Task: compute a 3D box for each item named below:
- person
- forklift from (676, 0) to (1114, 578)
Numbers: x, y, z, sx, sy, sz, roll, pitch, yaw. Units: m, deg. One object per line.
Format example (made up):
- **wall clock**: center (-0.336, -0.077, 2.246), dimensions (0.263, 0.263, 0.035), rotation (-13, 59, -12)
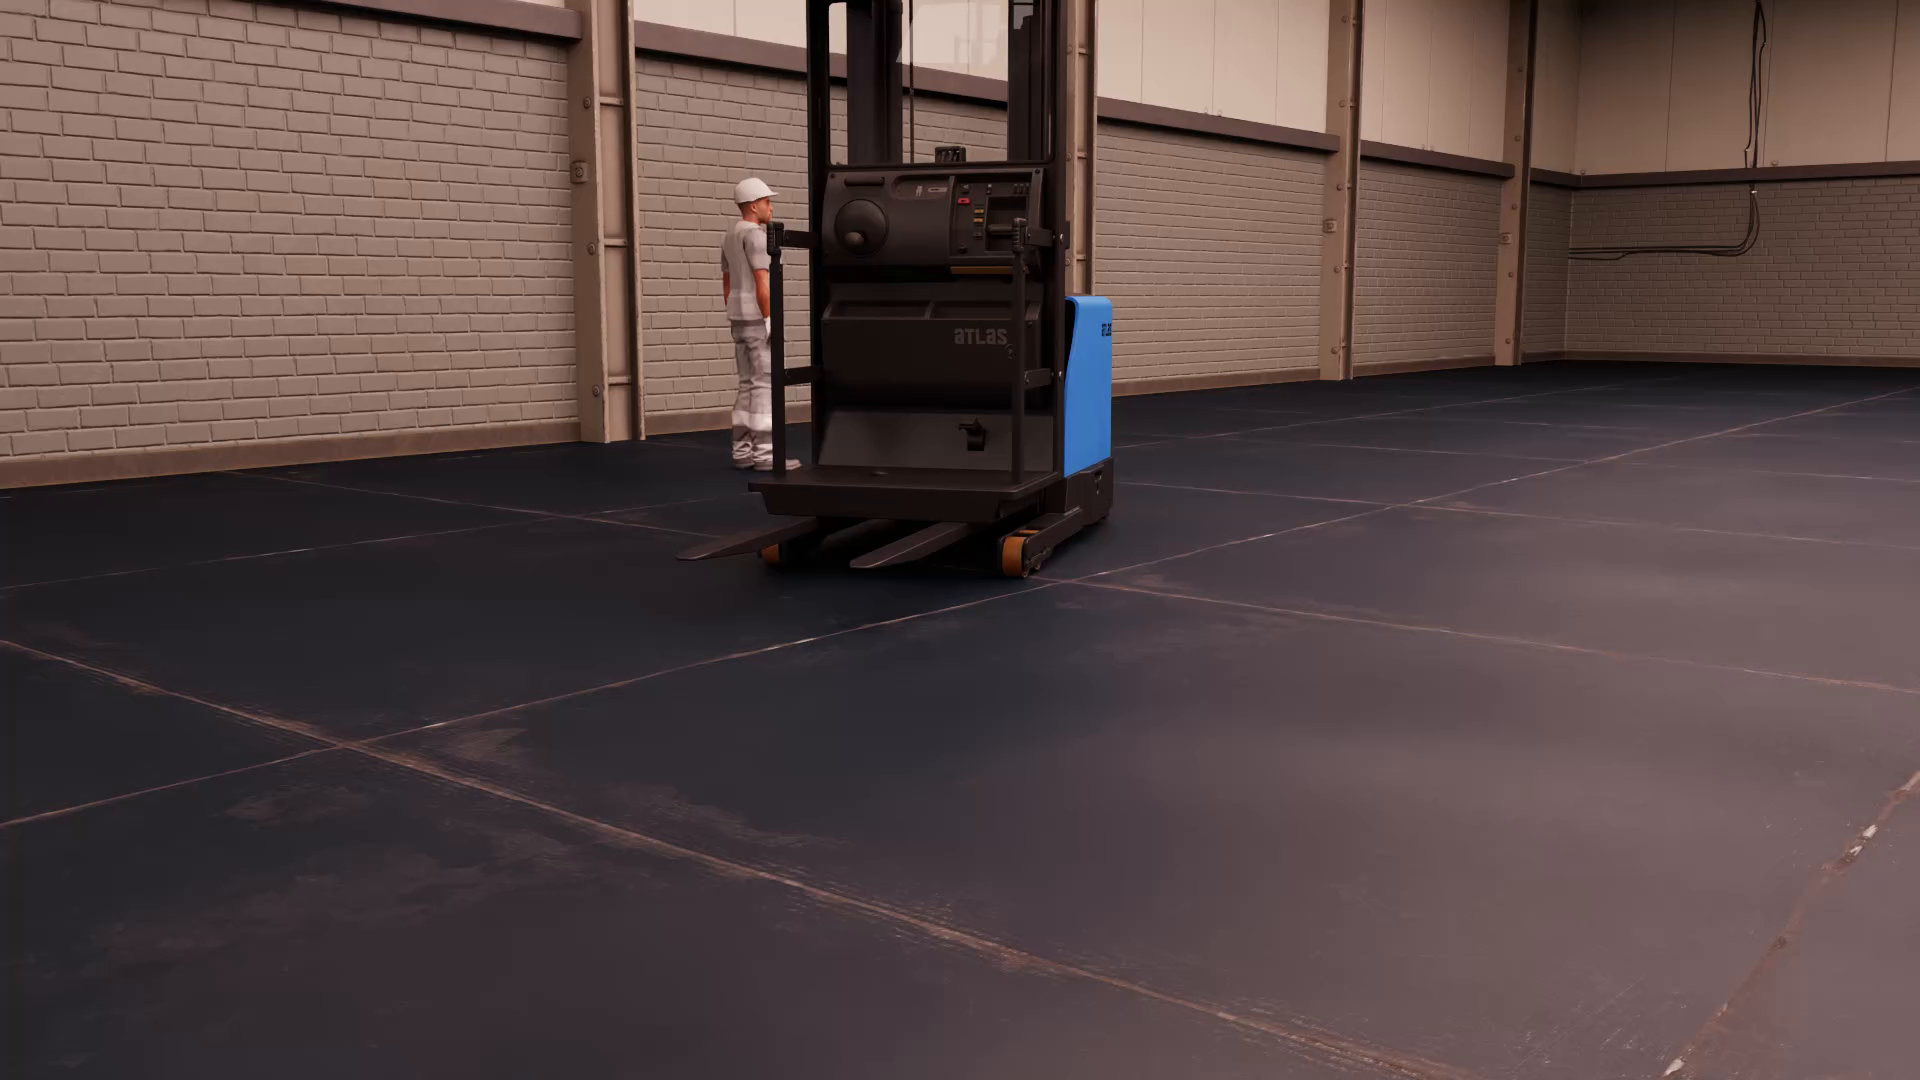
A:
- **person**: center (-1.245, -1.333, 10.338), dimensions (0.367, 1.795, 0.587), rotation (-5, 10, -32)
- **forklift**: center (-0.176, -1.366, 6.616), dimensions (1.130, 2.935, 3.031), rotation (3, 9, 17)
